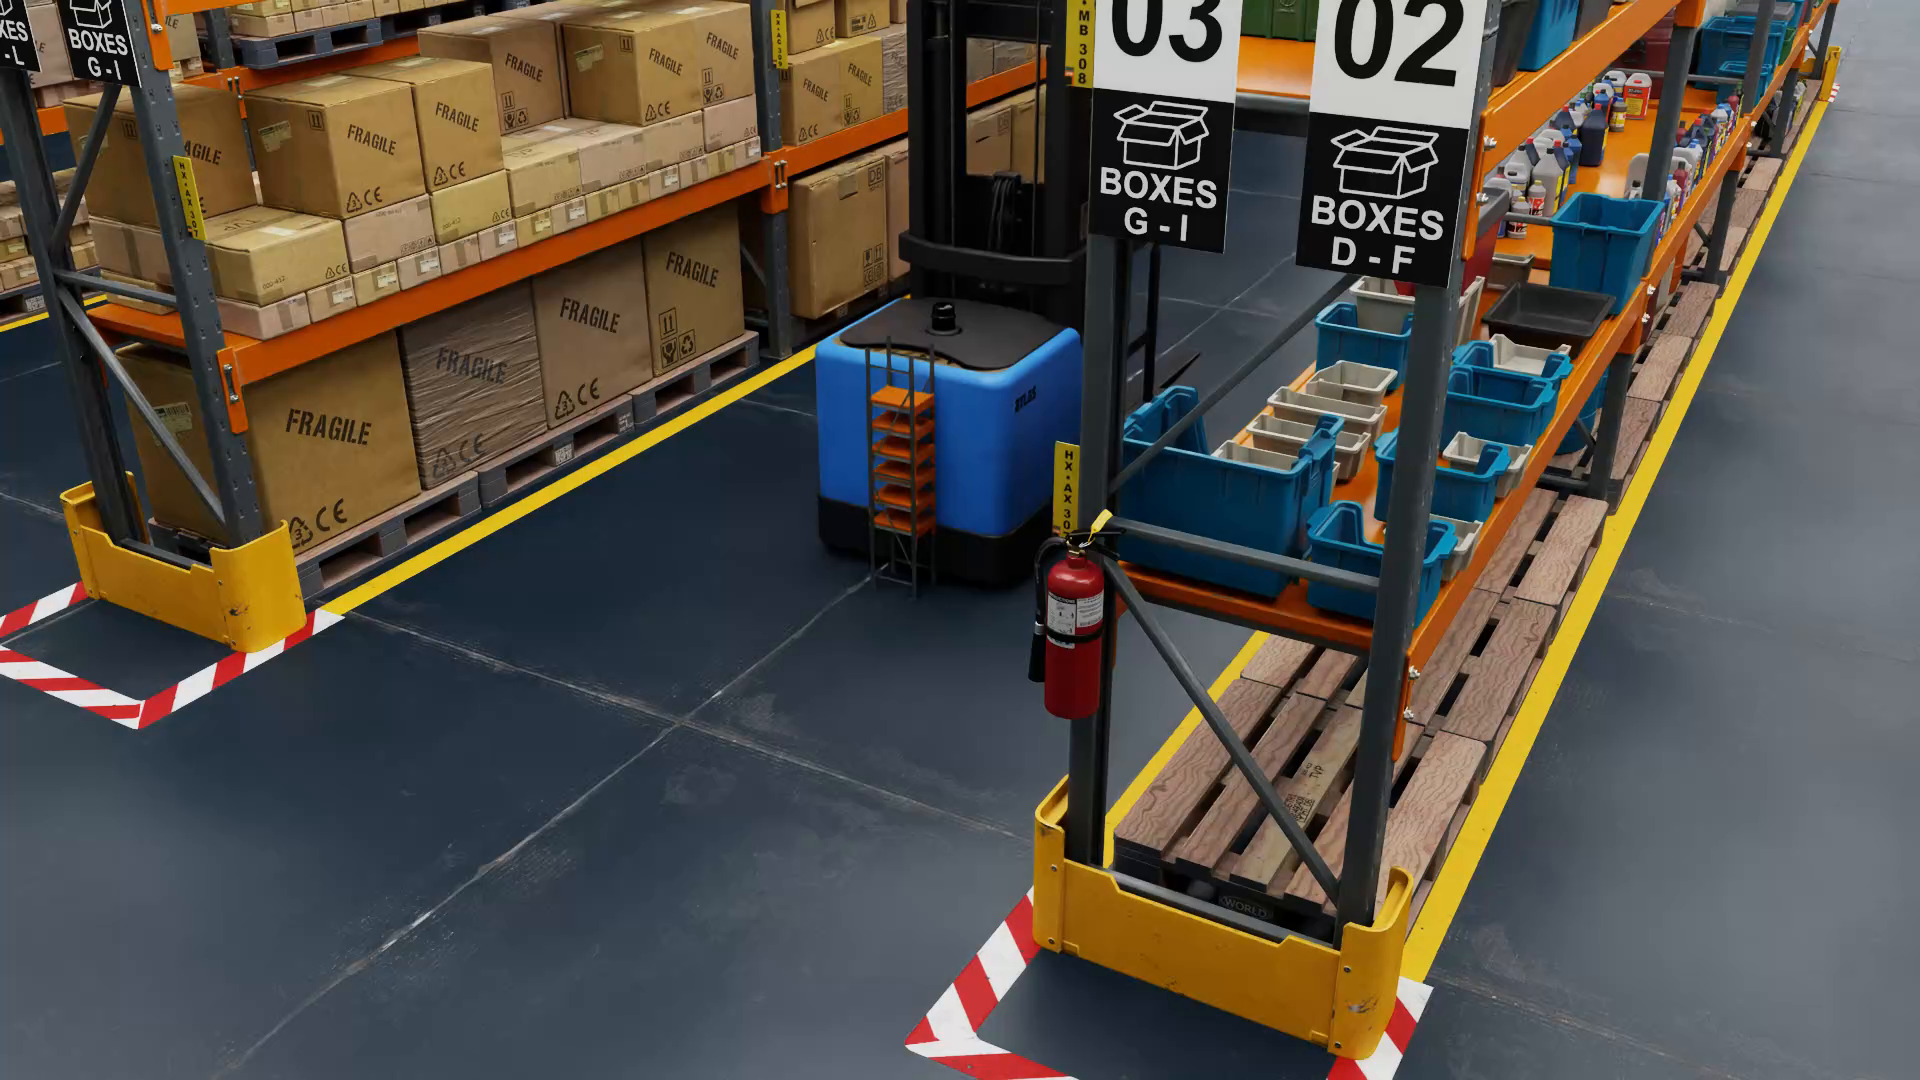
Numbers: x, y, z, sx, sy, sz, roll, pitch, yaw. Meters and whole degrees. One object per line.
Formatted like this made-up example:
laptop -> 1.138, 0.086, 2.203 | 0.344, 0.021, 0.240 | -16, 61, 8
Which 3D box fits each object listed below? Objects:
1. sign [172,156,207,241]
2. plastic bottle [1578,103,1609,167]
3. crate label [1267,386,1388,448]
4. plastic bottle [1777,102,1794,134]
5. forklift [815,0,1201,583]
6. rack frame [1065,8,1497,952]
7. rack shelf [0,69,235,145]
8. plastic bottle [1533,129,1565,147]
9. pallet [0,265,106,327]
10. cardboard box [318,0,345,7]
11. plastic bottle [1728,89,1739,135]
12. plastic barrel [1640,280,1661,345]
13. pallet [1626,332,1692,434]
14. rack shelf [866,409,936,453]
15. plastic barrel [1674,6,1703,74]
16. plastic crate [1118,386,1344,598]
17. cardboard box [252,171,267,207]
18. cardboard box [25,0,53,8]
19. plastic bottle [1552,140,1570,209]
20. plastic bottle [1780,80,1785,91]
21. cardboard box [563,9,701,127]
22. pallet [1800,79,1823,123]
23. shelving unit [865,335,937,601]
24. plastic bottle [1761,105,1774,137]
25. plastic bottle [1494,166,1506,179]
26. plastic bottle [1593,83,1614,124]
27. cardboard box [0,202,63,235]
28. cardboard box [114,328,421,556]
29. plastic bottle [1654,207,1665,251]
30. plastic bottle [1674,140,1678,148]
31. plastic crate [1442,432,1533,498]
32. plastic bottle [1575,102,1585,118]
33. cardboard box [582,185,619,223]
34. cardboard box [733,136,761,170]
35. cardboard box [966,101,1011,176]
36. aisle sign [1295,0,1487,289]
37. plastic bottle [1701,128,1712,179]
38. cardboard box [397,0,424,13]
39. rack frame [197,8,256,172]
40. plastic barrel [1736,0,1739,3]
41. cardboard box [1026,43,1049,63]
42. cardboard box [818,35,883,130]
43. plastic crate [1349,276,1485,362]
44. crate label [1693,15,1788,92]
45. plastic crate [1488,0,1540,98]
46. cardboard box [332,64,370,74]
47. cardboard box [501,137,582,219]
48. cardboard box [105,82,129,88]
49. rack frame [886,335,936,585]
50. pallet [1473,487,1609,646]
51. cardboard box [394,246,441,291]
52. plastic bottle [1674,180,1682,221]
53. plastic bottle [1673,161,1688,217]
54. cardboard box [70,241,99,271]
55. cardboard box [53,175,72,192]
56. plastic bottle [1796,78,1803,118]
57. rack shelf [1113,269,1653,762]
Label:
sign -> -3.019, -1.338, 6.517 | 0.100, 0.325, 0.005 | 14, 30, 26
plastic bottle -> 3.689, -2.365, 9.678 | 0.144, 0.351, 0.185 | 14, 30, 26
crate label -> 1.328, -0.440, 6.005 | 0.396, 0.136, 0.243 | 14, 30, 26
plastic bottle -> 7.475, -3.862, 15.081 | 0.144, 0.351, 0.185 | 15, 30, 27
forklift -> 0.449, -1.737, 8.446 | 1.130, 2.935, 3.031 | 13, 30, 25
rack frame -> 0.813, 0.051, 4.798 | 1.000, 3.000, 0.127 | 14, 30, 26
rack shelf -> -6.783, -2.630, 10.956 | 1.077, 0.370, 4.000 | 14, 30, 26
plastic bottle -> 3.245, -2.114, 9.261 | 0.152, 0.276, 0.367 | 14, 30, 26
pallet -> -6.698, -1.737, 11.484 | 1.003, 0.211, 1.213 | 14, 30, 26
cardboard box -> -4.953, -4.193, 12.755 | 0.380, 0.149, 0.250 | 15, 30, 27
plastic bottle -> 4.808, -2.674, 10.370 | 0.061, 0.283, 0.133 | 14, 30, 26
plastic barrel -> 3.968, -1.542, 10.205 | 0.600, 0.588, 0.708 | 14, 30, 26
pallet -> 3.796, -1.030, 10.072 | 1.003, 0.211, 1.213 | 14, 30, 26
rack shelf -> -0.264, -0.490, 7.451 | 0.258, 0.103, 0.180 | 13, 30, 25
plastic barrel -> 5.069, -3.565, 11.896 | 0.421, 0.512, 0.421 | 0, 27, 0
plastic crate -> 0.816, -0.164, 5.120 | 0.616, 0.435, 0.499 | 14, 30, 26
cardboard box -> -3.241, -1.551, 7.833 | 0.500, 0.250, 0.500 | 14, 30, 25
cardboard box -> -6.309, -3.714, 10.757 | 0.500, 0.500, 0.500 | 15, 30, 27
plastic bottle -> 3.165, -1.957, 8.863 | 0.144, 0.351, 0.185 | 14, 30, 26
plastic bottle -> 7.922, -4.286, 16.004 | 0.061, 0.283, 0.133 | 14, 30, 26
cardboard box -> -1.774, -2.568, 9.026 | 0.500, 0.500, 0.500 | 15, 30, 27
pallet -> 8.284, -4.583, 17.169 | 1.003, 0.211, 1.213 | 14, 30, 26
shelving unit -> -0.264, -0.315, 7.539 | 0.258, 1.200, 0.189 | 13, 30, 25
plastic bottle -> 7.297, -3.791, 15.015 | 0.061, 0.283, 0.133 | 14, 30, 26
plastic bottle -> 2.768, -1.781, 8.588 | 0.061, 0.283, 0.133 | 14, 30, 26
plastic bottle -> 4.027, -2.734, 10.499 | 0.152, 0.276, 0.135 | 14, 30, 26
cardboard box -> -6.326, -2.189, 11.323 | 0.380, 0.149, 0.250 | 13, 29, 24
cardboard box -> -3.254, -0.545, 7.892 | 0.875, 0.875, 0.875 | 14, 30, 26
plastic bottle -> 3.399, -1.557, 8.140 | 0.061, 0.283, 0.133 | 14, 30, 26
plastic bottle -> 3.961, -2.145, 9.328 | 0.097, 0.271, 0.097 | 0, 27, 0
plastic crate -> 1.785, -0.253, 5.632 | 0.250, 0.136, 0.298 | 14, 30, 26
plastic bottle -> 3.719, -2.513, 10.063 | 0.097, 0.271, 0.097 | 0, 27, 0
cardboard box -> -2.028, -1.795, 8.765 | 0.380, 0.149, 0.250 | 14, 30, 25
cardboard box -> -1.396, -2.296, 9.766 | 0.380, 0.149, 0.250 | 14, 30, 26
cardboard box -> -0.366, -2.786, 12.368 | 1.225, 0.875, 0.875 | 14, 30, 26
aisle sign -> 1.037, -1.018, 4.029 | 0.394, 0.787, 0.004 | 14, 30, 26
plastic bottle -> 4.203, -2.194, 9.412 | 0.061, 0.283, 0.133 | 14, 30, 26
cardboard box -> -4.568, -4.368, 13.437 | 0.380, 0.149, 0.250 | 14, 30, 25
rack frame -> -5.800, -3.731, 12.352 | 1.000, 3.000, 0.127 | 14, 30, 26
plastic barrel -> 6.263, -4.766, 13.861 | 0.600, 0.901, 0.708 | 14, 30, 26
cardboard box -> 0.410, -3.956, 12.690 | 0.500, 0.500, 0.500 | 15, 30, 28
cardboard box -> -0.841, -2.964, 10.709 | 0.500, 0.500, 0.500 | 14, 30, 26
plastic crate -> 1.870, -0.928, 6.818 | 0.437, 0.282, 0.530 | 14, 30, 26
crate label -> 5.473, -3.411, 11.673 | 0.502, 0.435, 0.616 | 14, 30, 26
plastic crate -> 1.246, -1.321, 4.333 | 0.497, 0.269, 0.590 | 14, 30, 26
cardboard box -> -5.141, -3.888, 14.152 | 0.500, 0.250, 0.500 | 13, 29, 24
cardboard box -> -2.275, -1.837, 8.405 | 0.500, 0.250, 0.500 | 14, 30, 25
cardboard box -> -5.952, -3.240, 11.652 | 0.380, 0.149, 0.250 | 15, 30, 28
rack frame -> -0.221, -0.351, 7.611 | 0.240, 1.200, 0.006 | 13, 30, 25
pallet -> 2.453, 0.034, 7.947 | 1.003, 0.211, 1.213 | 14, 30, 26
cardboard box -> -2.659, -1.296, 7.768 | 0.380, 0.149, 0.250 | 14, 30, 25
plastic bottle -> 3.697, -1.774, 8.664 | 0.097, 0.201, 0.097 | 0, 27, 0
plastic bottle -> 3.770, -1.851, 8.728 | 0.061, 0.283, 0.133 | 14, 30, 26
cardboard box -> -6.205, -2.012, 11.635 | 0.380, 0.149, 0.250 | 14, 30, 26
cardboard box -> -6.526, -2.511, 11.966 | 0.380, 0.149, 0.250 | 13, 30, 25
plastic bottle -> 7.869, -4.173, 15.704 | 0.144, 0.351, 0.185 | 16, 31, 28
rack shelf -> 1.797, -0.407, 6.516 | 1.077, 0.370, 4.000 | 14, 30, 26
